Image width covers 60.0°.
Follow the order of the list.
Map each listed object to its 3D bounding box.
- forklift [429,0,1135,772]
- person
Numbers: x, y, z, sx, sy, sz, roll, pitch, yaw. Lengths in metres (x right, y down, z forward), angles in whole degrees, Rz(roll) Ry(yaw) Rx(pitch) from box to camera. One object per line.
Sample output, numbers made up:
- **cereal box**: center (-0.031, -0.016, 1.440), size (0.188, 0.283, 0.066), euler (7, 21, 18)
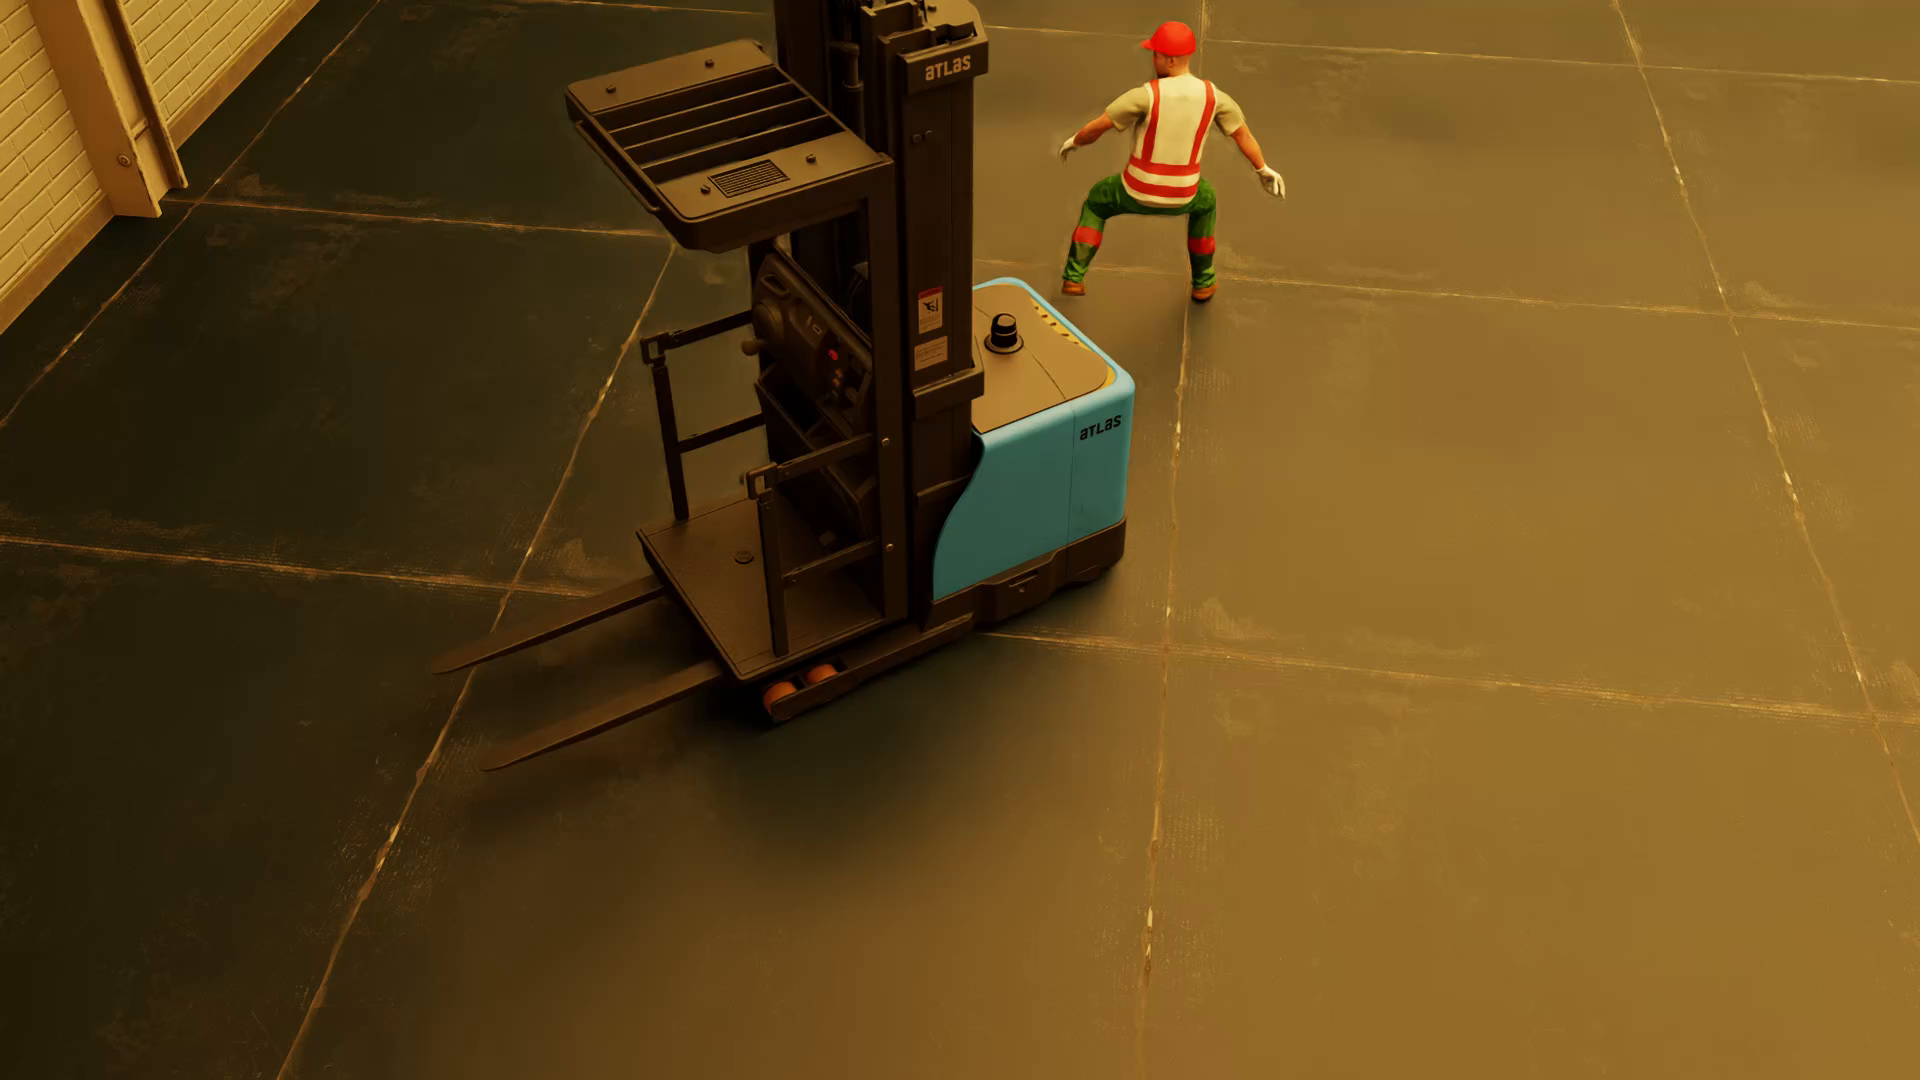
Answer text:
- **forklift**: center (-0.766, -0.725, 6.514), size (3.031, 2.935, 1.130), euler (-22, 47, -22)
- **person**: center (1.125, -1.928, 8.836), size (1.189, 1.664, 0.510), euler (-1, 43, -1)
